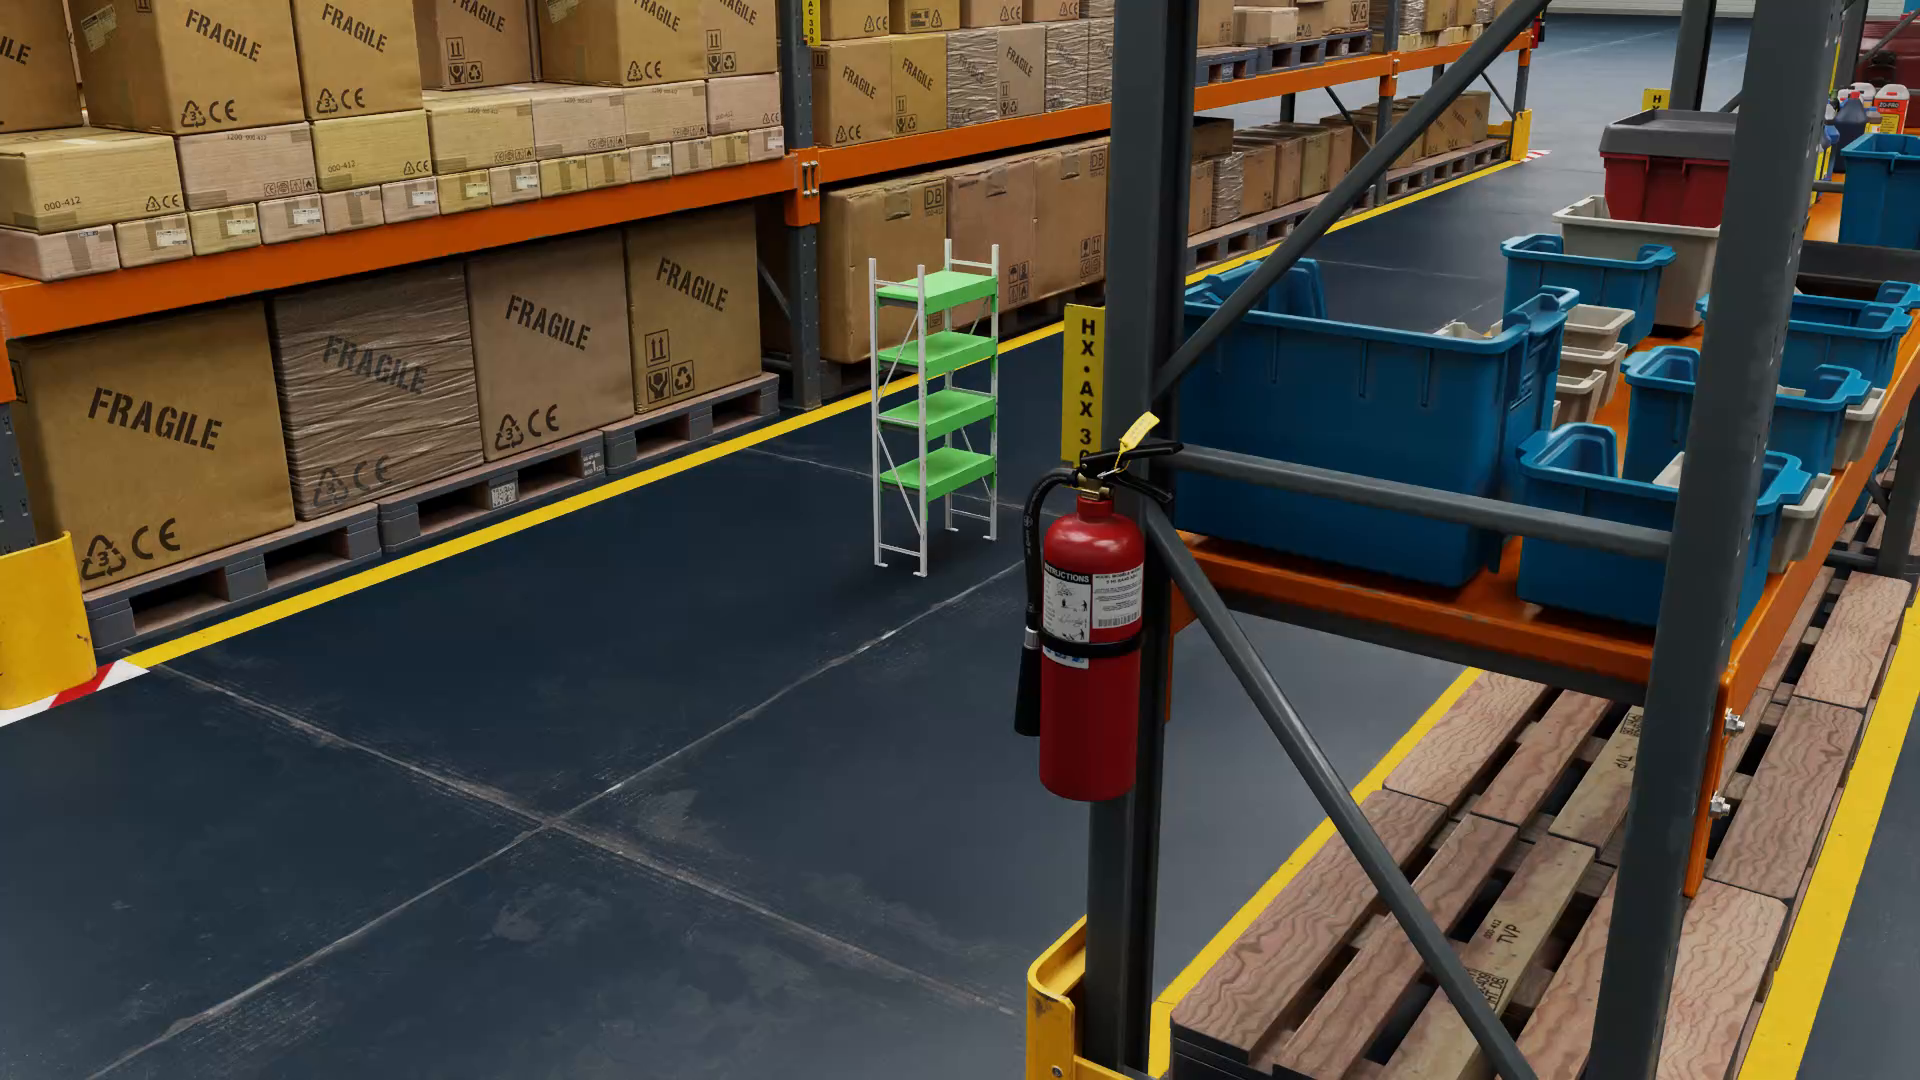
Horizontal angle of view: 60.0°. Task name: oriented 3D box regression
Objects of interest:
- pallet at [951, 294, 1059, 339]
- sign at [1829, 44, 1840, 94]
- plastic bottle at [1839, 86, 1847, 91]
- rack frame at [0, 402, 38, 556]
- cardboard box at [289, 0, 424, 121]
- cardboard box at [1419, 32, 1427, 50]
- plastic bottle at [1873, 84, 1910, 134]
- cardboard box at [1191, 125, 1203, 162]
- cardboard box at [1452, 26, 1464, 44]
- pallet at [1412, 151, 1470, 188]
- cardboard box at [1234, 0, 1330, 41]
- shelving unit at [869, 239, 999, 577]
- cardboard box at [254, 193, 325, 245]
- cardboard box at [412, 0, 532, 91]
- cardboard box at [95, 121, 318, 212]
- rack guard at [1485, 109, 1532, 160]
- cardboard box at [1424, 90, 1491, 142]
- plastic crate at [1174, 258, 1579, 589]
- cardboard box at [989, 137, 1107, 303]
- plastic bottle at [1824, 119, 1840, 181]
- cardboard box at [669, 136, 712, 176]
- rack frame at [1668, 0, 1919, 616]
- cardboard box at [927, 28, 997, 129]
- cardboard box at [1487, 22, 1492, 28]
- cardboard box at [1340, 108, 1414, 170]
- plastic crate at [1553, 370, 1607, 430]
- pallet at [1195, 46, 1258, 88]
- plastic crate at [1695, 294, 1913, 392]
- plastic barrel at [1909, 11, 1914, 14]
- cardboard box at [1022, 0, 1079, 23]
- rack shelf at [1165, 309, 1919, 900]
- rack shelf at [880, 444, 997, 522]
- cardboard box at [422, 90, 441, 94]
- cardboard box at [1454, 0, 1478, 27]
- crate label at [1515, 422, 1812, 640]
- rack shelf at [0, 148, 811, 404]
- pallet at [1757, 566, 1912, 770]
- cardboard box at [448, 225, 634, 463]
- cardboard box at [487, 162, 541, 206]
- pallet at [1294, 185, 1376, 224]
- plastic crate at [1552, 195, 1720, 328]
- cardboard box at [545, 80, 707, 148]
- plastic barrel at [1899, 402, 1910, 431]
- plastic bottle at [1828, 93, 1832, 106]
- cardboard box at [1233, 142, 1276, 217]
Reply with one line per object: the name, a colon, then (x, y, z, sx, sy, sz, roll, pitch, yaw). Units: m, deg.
pallet: (-0.107, -1.453, 10.389, 1.003, 0.211, 1.213, 13, 24, 32)
sign: (4.722, -2.537, 9.065, 0.100, 0.325, 0.005, 13, 24, 32)
plastic bottle: (4.448, -2.154, 8.433, 0.061, 0.283, 0.133, 13, 24, 32)
rack frame: (-3.412, -1.026, 5.215, 1.000, 3.000, 0.127, 13, 24, 32)
cardboard box: (-2.352, -1.825, 6.082, 0.500, 0.500, 0.500, 13, 24, 30)
cardboard box: (3.972, -4.500, 14.970, 0.380, 0.149, 0.250, 13, 24, 32)
plastic bottle: (4.796, -2.206, 8.585, 0.152, 0.276, 0.135, 13, 24, 32)
cardboard box: (1.437, -2.905, 12.183, 0.500, 0.250, 0.500, 14, 25, 34)
cardboard box: (4.535, -4.787, 15.745, 0.380, 0.149, 0.250, 13, 24, 32)
pallet: (4.367, -3.712, 16.496, 1.003, 0.211, 1.213, 13, 24, 32)
cardboard box: (2.435, -4.199, 13.038, 0.797, 0.503, 0.637, 16, 26, 37)
shelving unit: (-0.093, -0.515, 6.428, 0.258, 1.200, 0.503, 13, 24, 32)
cardboard box: (-2.508, -1.168, 5.961, 0.380, 0.149, 0.250, 13, 24, 31)
cardboard box: (-2.216, -2.217, 7.141, 0.500, 0.500, 0.500, 12, 24, 30)
cardboard box: (-2.632, -1.330, 5.826, 0.500, 0.250, 0.500, 13, 24, 31)
rack guard: (5.539, -4.422, 18.000, 1.175, 0.500, 0.348, 13, 24, 32)
cardboard box: (5.217, -4.465, 17.511, 0.500, 0.500, 0.500, 19, 28, 42)
plastic crate: (0.718, -0.237, 2.945, 0.616, 0.435, 0.499, 13, 24, 32)
cardboard box: (0.172, -2.073, 10.504, 1.225, 0.875, 0.875, 13, 24, 32)
plastic bottle: (3.695, -1.659, 7.112, 0.097, 0.271, 0.097, 0, 20, 0)
cardboard box: (-1.353, -1.757, 7.553, 0.380, 0.149, 0.250, 13, 24, 31)
rack frame: (2.932, -1.208, 5.706, 1.000, 3.000, 0.127, 13, 24, 32)
cardboard box: (-0.135, -2.592, 9.303, 0.500, 0.500, 0.500, 13, 24, 31)
cardboard box: (5.200, -5.155, 16.739, 0.380, 0.149, 0.250, 13, 24, 32)
cardboard box: (3.907, -3.766, 15.621, 0.500, 0.500, 0.500, -15, 25, -35)
plastic crate: (1.167, -0.314, 3.584, 0.396, 0.136, 0.243, 13, 24, 32)
pallet: (1.397, -3.456, 12.062, 1.213, 0.211, 1.003, 13, 24, 32)
plastic crate: (1.835, -0.394, 3.661, 0.416, 0.233, 0.300, 13, 24, 32)
plastic barrel: (6.298, -3.124, 10.692, 0.433, 0.535, 0.433, 0, 20, 0)
cardboard box: (0.292, -3.446, 10.166, 0.797, 0.503, 0.637, 14, 24, 33)
rack shelf: (1.808, -0.296, 4.279, 1.077, 0.370, 4.000, 13, 24, 32)
rack shelf: (-0.093, -0.230, 6.534, 0.258, 0.148, 0.480, 13, 24, 32)
cardboard box: (-2.498, -1.728, 6.899, 0.500, 0.250, 0.500, 13, 24, 32)
cardboard box: (4.461, -5.207, 15.946, 0.875, 0.500, 0.500, 13, 24, 32)
crate label: (1.095, -0.016, 2.640, 0.416, 0.233, 0.303, 13, 24, 32)
rack shelf: (-2.288, -1.262, 6.891, 1.077, 0.370, 4.000, 13, 24, 32)
pallet: (2.551, 0.319, 5.599, 1.003, 0.211, 1.213, 13, 24, 32)
cardboard box: (-2.107, -0.942, 7.445, 0.875, 0.875, 0.875, 13, 24, 32)
cardboard box: (-1.930, -1.463, 6.758, 0.380, 0.149, 0.250, 14, 24, 33)
pallet: (2.897, -2.937, 14.402, 1.003, 0.211, 1.213, 13, 24, 32)
plastic crate: (1.922, -0.778, 4.629, 0.437, 0.282, 0.530, 13, 24, 32)
cardboard box: (-1.484, -1.916, 7.408, 0.500, 0.250, 0.500, 14, 25, 33)
plastic barrel: (4.042, -0.738, 7.418, 0.421, 0.512, 0.421, 0, 20, 0)
plastic bottle: (4.168, -2.011, 8.046, 0.061, 0.283, 0.133, 13, 24, 32)
cardboard box: (2.059, -2.877, 13.188, 0.700, 0.500, 0.500, 16, 25, 36)
